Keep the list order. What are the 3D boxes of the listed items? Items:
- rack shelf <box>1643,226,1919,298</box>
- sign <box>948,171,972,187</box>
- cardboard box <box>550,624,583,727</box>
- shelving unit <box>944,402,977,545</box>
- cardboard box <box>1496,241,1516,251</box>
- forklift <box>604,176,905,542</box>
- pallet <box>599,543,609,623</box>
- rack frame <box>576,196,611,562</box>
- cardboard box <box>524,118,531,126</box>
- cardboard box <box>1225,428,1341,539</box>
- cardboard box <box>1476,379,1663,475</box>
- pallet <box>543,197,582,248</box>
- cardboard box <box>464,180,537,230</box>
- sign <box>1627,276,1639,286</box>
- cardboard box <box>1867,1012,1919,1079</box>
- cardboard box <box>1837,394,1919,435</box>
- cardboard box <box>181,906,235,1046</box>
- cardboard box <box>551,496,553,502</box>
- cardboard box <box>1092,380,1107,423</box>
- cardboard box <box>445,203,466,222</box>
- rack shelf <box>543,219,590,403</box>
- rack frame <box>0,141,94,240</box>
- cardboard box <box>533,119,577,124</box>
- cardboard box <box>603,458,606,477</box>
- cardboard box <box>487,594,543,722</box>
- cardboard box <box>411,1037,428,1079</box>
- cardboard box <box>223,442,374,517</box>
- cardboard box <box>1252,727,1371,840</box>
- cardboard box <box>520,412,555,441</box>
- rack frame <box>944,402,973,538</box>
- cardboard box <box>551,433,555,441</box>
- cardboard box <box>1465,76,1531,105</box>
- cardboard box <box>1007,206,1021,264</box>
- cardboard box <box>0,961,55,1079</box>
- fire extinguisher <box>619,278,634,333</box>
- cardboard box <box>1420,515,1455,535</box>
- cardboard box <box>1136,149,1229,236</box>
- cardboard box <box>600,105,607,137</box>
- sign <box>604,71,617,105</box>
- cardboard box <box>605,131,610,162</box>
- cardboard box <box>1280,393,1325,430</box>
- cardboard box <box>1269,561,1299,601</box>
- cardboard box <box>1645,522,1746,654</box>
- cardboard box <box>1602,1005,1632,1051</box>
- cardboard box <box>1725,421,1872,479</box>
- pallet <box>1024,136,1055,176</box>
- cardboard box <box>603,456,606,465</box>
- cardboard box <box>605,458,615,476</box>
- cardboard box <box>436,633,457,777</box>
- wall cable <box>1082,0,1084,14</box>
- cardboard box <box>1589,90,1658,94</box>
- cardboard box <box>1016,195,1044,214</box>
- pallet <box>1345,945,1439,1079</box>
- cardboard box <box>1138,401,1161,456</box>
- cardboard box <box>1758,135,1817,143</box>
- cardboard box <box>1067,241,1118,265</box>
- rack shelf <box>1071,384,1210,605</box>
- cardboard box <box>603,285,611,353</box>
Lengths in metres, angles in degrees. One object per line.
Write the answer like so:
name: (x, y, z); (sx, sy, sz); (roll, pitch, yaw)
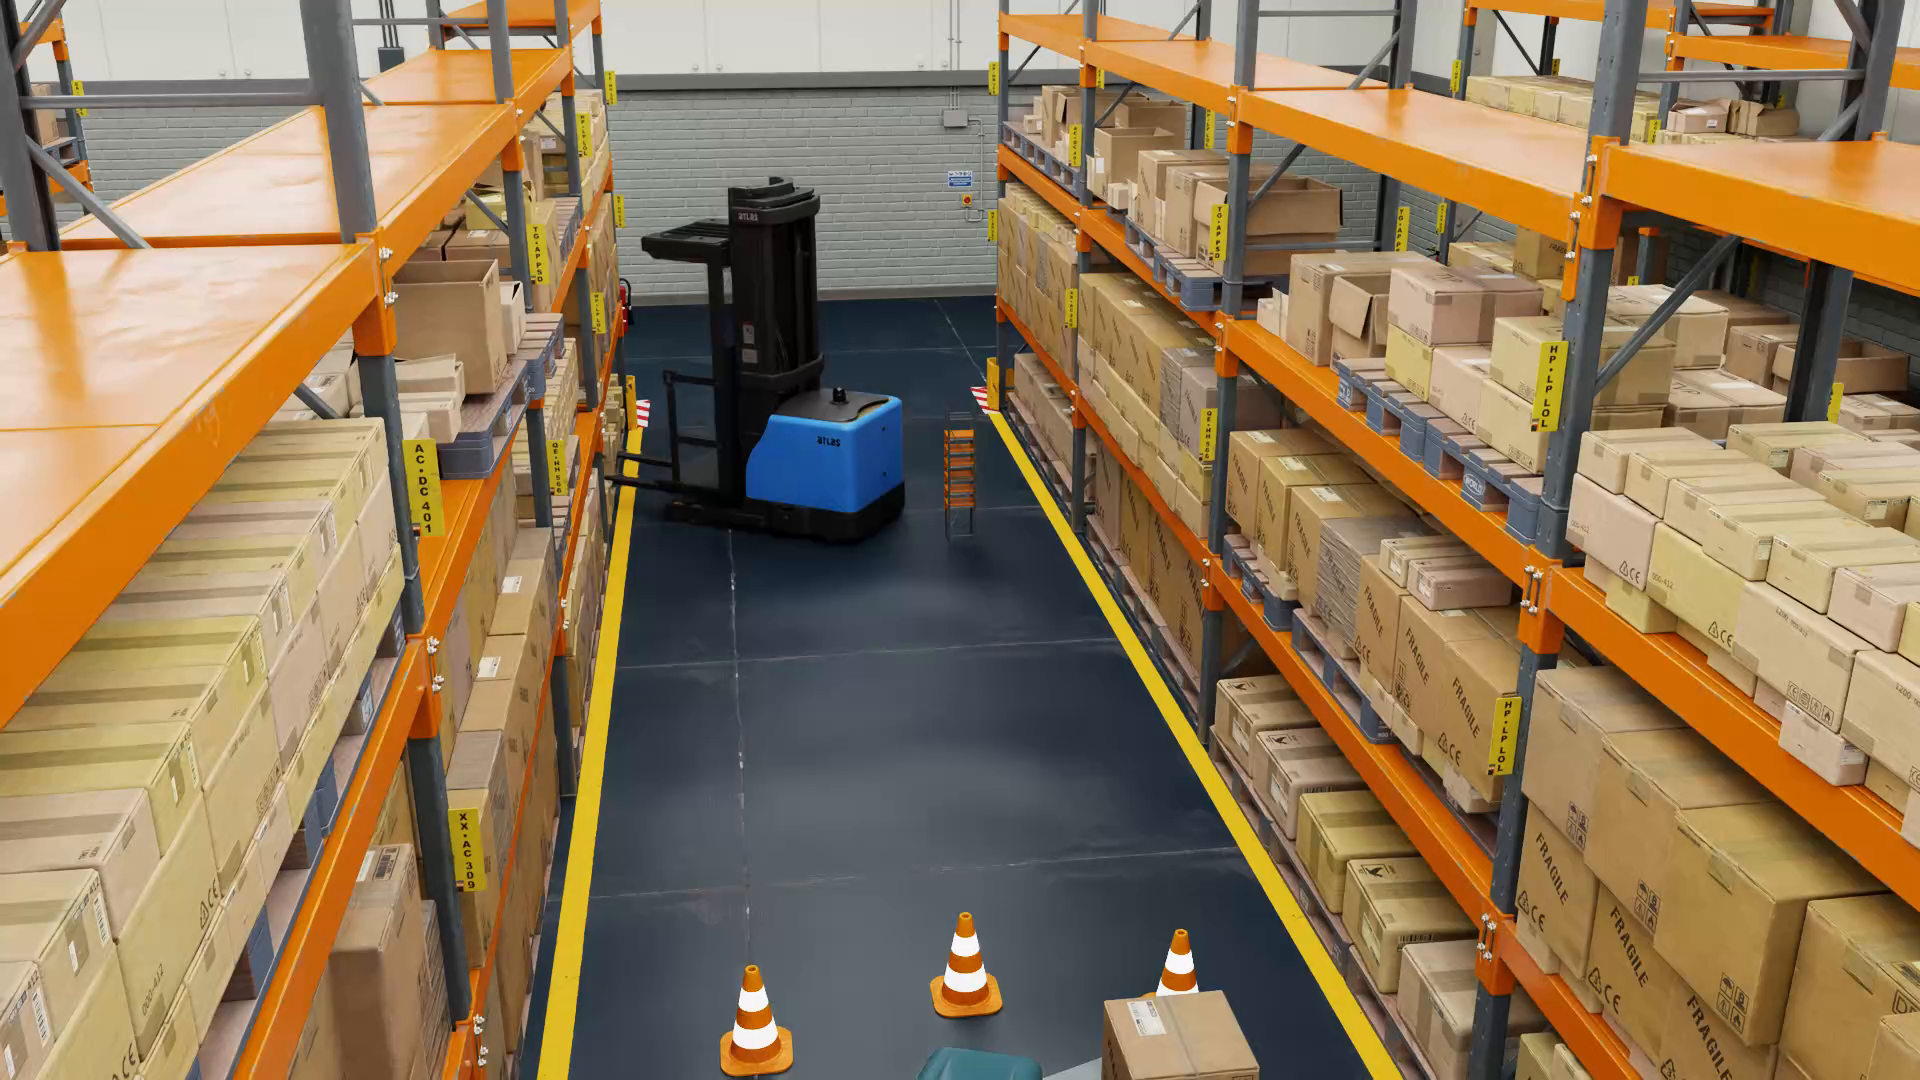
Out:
rack shelf: (6.671, -2.134, 12.458); (1.077, 0.370, 4.000); (-3, 21, -8)
sign: (0.003, -4.988, 22.973); (0.327, 0.218, 0.001); (-3, 21, -8)
cardboard box: (-2.685, 0.879, 10.622); (0.500, 0.500, 0.500); (-4, 21, -10)
shelving unit: (0.002, -0.557, 14.067); (0.258, 1.200, 0.189); (-3, 21, -8)
cardboard box: (6.135, -3.067, 18.003); (0.500, 0.250, 0.500); (-2, 21, -6)
forklift: (-2.056, -1.679, 14.597); (3.031, 2.935, 1.130); (9, 22, 22)
pallet: (-3.298, 0.354, 13.042); (1.003, 0.211, 1.213); (-3, 21, -8)
rack frame: (-3.412, -1.222, 13.276); (1.000, 3.000, 0.127); (-3, 21, -8)
cardboard box: (-3.973, -3.700, 14.553); (0.380, 0.149, 0.250); (-2, 21, -6)
cardboard box: (1.884, -0.337, 9.738); (0.500, 0.500, 0.500); (-4, 21, -9)
cardboard box: (2.397, -0.464, 6.571); (0.500, 0.250, 0.500); (-3, 21, -9)
pallet: (-3.428, -2.320, 12.197); (1.213, 0.211, 1.003); (-3, 21, -8)
cardboard box: (-2.695, -1.980, 9.781); (0.396, 0.266, 0.258); (-3, 21, -8)
sign: (5.847, -2.134, 14.480); (0.100, 0.325, 0.005); (-3, 21, -8)
cardboard box: (2.671, 1.481, 4.042); (0.700, 0.500, 0.500); (-3, 21, -8)
cardboard box: (6.487, -0.849, 11.890); (0.500, 0.250, 0.500); (-4, 21, -10)
cardboard box: (-1.596, 0.830, 3.111); (0.380, 0.149, 0.250); (-3, 21, -8)
cardboard box: (-2.778, -0.268, 10.479); (0.380, 0.149, 0.250); (-2, 21, -5)
cardboard box: (1.350, -1.092, 13.141); (0.500, 0.250, 0.500); (-3, 21, -9)
cardboard box: (-3.322, -1.820, 10.446); (0.500, 0.500, 0.500); (-3, 21, -8)
rack shelf: (-3.124, -1.598, 11.023); (1.077, 0.370, 4.000); (-3, 21, -8)
rack frame: (-8.911, -2.392, 16.407); (1.000, 3.000, 0.127); (-3, 21, -8)
cardboard box: (-3.305, -3.363, 13.651); (0.380, 0.149, 0.250); (-4, 21, -9)
cardboard box: (-3.238, -0.590, 14.207); (0.380, 0.149, 0.250); (-2, 21, -5)
cardboard box: (-2.362, 0.604, 8.243); (0.500, 0.500, 0.500); (-3, 21, -9)
cardboard box: (-2.092, 1.794, 4.986); (0.875, 0.550, 0.550); (-3, 21, -8)
cardboard box: (-1.854, -0.159, 4.618); (0.380, 0.149, 0.250); (-3, 21, -8)
cardboard box: (2.234, 1.364, 9.508); (0.950, 0.372, 0.625); (-3, 21, -9)
cardboard box: (-2.861, -0.728, 10.861); (0.380, 0.149, 0.250); (-2, 21, -5)
rack frame: (-0.011, -0.589, 14.152); (0.240, 1.200, 0.006); (-3, 21, -8)
cardboard box: (-2.861, -0.593, 10.924); (0.380, 0.149, 0.250); (-3, 21, -8)
cardboard box: (5.622, -4.686, 17.336); (0.500, 0.250, 0.500); (-3, 21, -8)
cardboard box: (0.764, -3.048, 16.592); (0.500, 0.500, 0.500); (-3, 21, -9)
cardboard box: (-1.488, 0.721, 2.262); (0.380, 0.149, 0.250); (-3, 21, -9)
fire extinguisher: (-3.568, -2.507, 17.358); (0.296, 0.674, 0.183); (-3, 21, -8)
cardboard box: (2.626, 0.181, 8.351); (0.500, 0.500, 0.500); (-4, 21, -10)
cardboard box: (1.507, -2.366, 11.308); (0.500, 0.500, 0.500); (-3, 21, -7)
cardboard box: (-3.670, -4.030, 16.005); (0.500, 0.250, 0.500); (-4, 21, -9)
sign: (-3.437, -4.448, 16.360); (0.100, 0.325, 0.005); (-3, 21, -8)
cardboard box: (-3.661, -3.798, 16.099); (0.500, 0.250, 0.500); (-3, 21, -9)
cardboard box: (2.219, -0.820, 10.627); (0.500, 0.500, 0.500); (-4, 21, -10)
cardboard box: (1.932, 0.214, 9.189); (0.380, 0.149, 0.250); (-3, 21, -7)
cardboard box: (2.501, 0.133, 5.149); (0.500, 0.250, 0.500); (-3, 21, -8)
cardboard box: (2.509, 1.681, 5.861); (0.380, 0.149, 0.250); (-3, 21, -8)
cardboard box: (2.887, -0.299, 5.737); (0.380, 0.149, 0.250); (-2, 21, -7)
pallet: (1.192, -3.576, 15.417); (1.003, 0.211, 1.213); (-3, 21, -8)
cardboard box: (-3.396, -0.720, 14.980); (0.380, 0.149, 0.250); (-2, 21, -5)
cardboard box: (-3.374, -0.673, 15.279); (0.380, 0.149, 0.250); (-3, 21, -9)
cardboard box: (-2.412, 0.683, 6.603); (0.700, 0.500, 0.500); (-3, 21, -9)
wall cable: (0.541, -7.694, 22.030); (2.355, 3.000, 0.029); (-3, 21, -8)
cardboard box: (6.351, -4.179, 15.981); (0.500, 0.250, 0.500); (-3, 21, -8)
cardboard box: (0.760, -3.301, 16.342); (0.380, 0.149, 0.250); (-4, 21, -10)
pallet: (2.511, 2.300, 7.831); (1.003, 0.211, 1.213); (-3, 21, -8)
cardboard box: (1.556, -0.794, 11.630); (0.500, 0.250, 0.500); (-3, 21, -9)
cardboard box: (6.646, -3.157, 13.359); (0.380, 0.149, 0.250); (-3, 21, -9)
cardboard box: (1.112, -2.416, 13.974); (0.380, 0.149, 0.250); (-3, 21, -9)
rack shelf: (1.760, -0.477, 12.309); (1.077, 0.370, 4.000); (-3, 21, -8)
cardboard box: (-3.349, -1.940, 14.629); (0.500, 0.500, 0.500); (-3, 21, -9)
